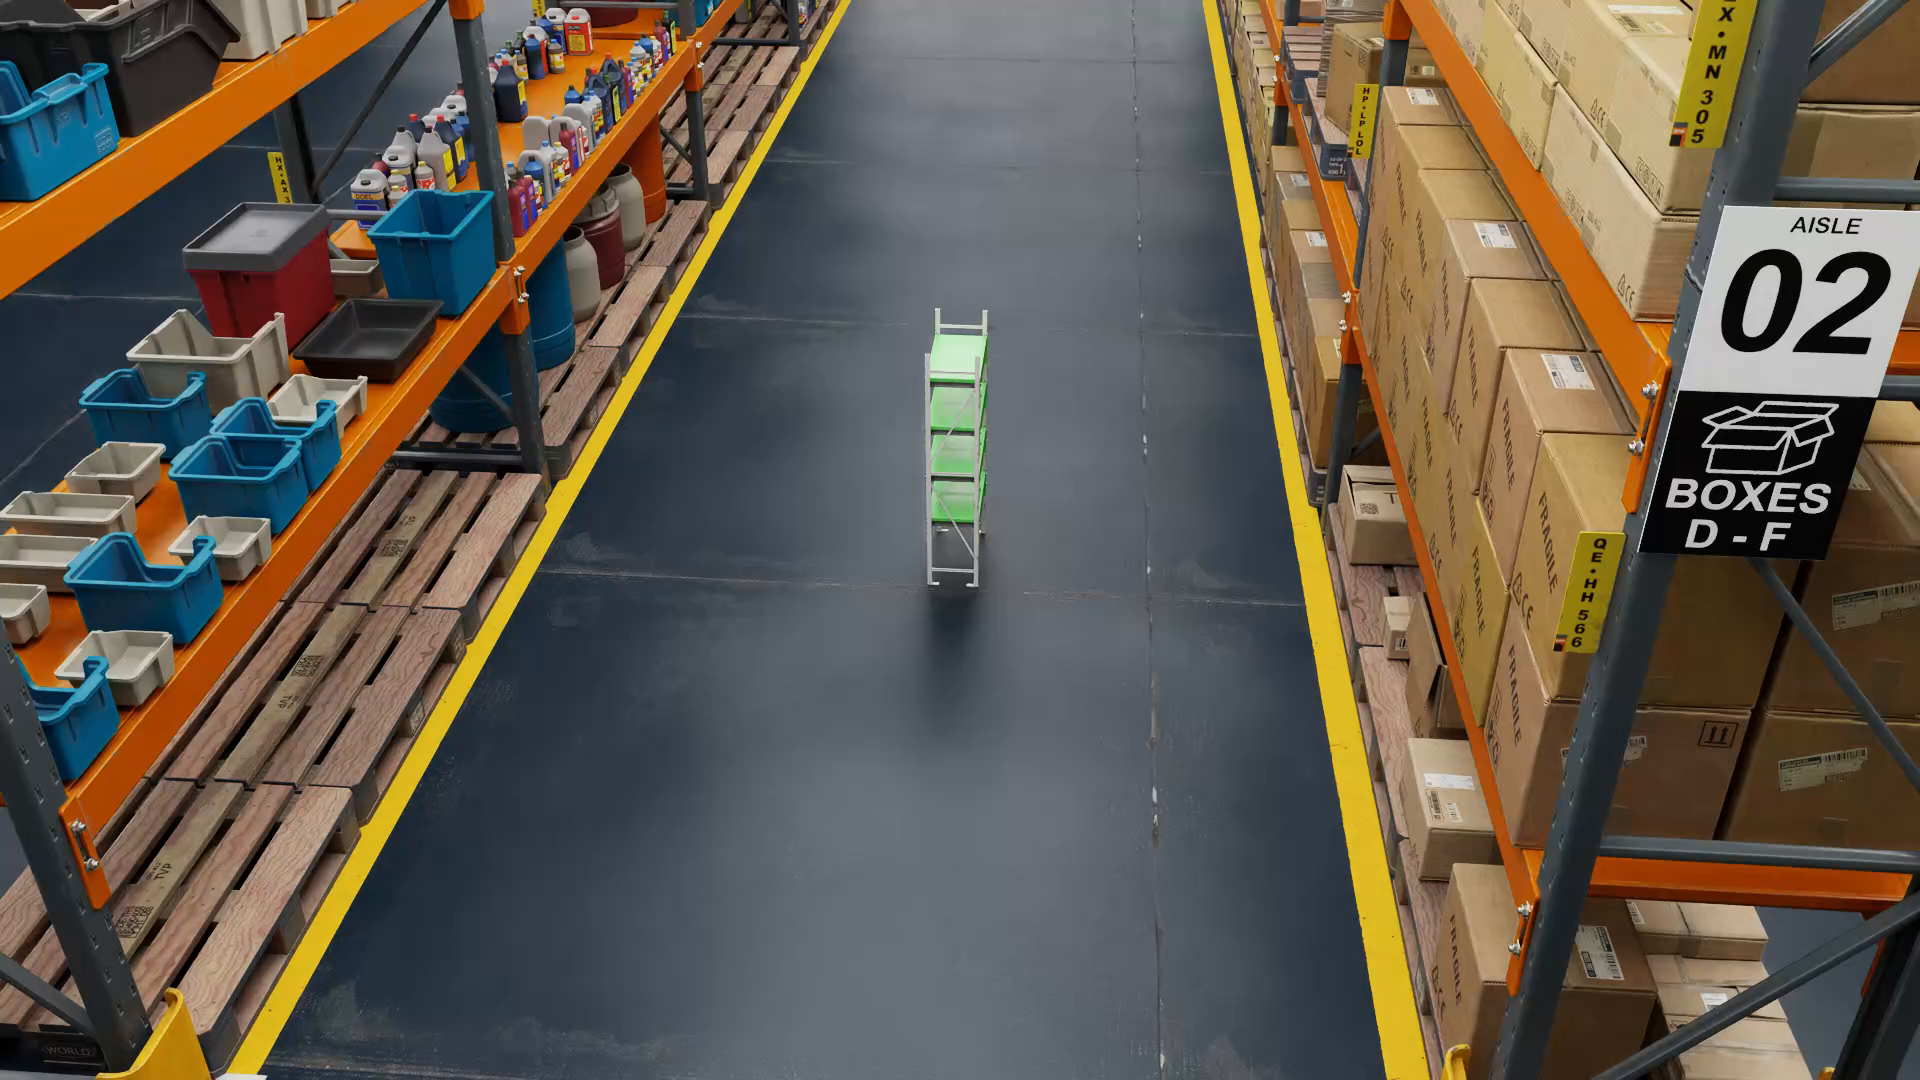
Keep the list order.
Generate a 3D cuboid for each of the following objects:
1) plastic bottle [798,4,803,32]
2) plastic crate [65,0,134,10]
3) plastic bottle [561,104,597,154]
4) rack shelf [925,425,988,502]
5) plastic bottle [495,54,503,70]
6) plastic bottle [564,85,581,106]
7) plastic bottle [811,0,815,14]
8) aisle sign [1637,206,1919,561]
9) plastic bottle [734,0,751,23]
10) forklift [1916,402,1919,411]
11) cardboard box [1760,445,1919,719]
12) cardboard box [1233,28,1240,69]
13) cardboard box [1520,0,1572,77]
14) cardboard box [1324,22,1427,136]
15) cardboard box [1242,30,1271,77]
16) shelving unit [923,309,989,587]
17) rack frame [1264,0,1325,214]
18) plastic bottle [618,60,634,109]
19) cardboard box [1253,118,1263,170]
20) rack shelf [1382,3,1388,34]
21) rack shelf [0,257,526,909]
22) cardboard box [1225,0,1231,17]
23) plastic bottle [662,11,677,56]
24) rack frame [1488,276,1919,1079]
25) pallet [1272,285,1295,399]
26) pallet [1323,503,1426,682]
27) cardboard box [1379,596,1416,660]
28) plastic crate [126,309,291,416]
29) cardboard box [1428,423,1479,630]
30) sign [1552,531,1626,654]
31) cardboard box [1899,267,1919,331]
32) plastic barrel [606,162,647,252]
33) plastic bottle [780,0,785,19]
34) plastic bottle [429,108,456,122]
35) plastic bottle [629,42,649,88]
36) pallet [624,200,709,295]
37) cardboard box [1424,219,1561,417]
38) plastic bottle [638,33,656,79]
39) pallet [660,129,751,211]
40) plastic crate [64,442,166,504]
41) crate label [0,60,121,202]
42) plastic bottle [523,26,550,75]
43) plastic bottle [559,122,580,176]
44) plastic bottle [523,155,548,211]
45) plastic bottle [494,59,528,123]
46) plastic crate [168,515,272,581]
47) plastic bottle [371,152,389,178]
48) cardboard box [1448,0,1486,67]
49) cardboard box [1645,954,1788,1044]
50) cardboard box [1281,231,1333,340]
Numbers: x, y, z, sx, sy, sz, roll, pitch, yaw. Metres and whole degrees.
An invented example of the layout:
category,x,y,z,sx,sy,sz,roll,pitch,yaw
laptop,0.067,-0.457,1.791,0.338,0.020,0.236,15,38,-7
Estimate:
category,x,y,z,sx,sy,sz,roll,pitch,yaw
plastic bottle,-1.515,-4.878,15.487,0.097,0.271,0.097,0,32,0
plastic crate,-3.003,-2.105,6.071,0.497,0.269,0.590,2,32,4
plastic bottle,-2.117,-2.299,9.240,0.152,0.276,0.135,2,32,4
rack shelf,-0.013,-0.370,7.828,0.258,0.148,0.480,2,32,4
plastic bottle,-2.772,-2.803,10.061,0.097,0.271,0.097,0,32,0
plastic bottle,-2.208,-2.465,9.513,0.097,0.271,0.097,0,32,0
plastic bottle,-1.483,-5.267,16.043,0.144,0.351,0.185,1,32,2
aisle sign,1.671,-0.300,3.400,0.394,0.787,0.004,2,32,4
plastic bottle,-2.069,-5.107,15.783,0.144,0.351,0.185,2,32,4
forklift,4.754,-0.868,6.865,1.130,2.935,3.031,4,32,6
cardboard box,2.281,0.095,4.188,0.500,0.500,0.500,3,32,5
cardboard box,2.679,-4.299,14.587,0.500,0.250,0.500,2,32,3
cardboard box,1.855,-1.444,4.542,0.500,0.250,0.500,2,32,4
cardboard box,2.390,-2.455,8.880,0.700,0.500,0.500,-5,32,-9
cardboard box,2.590,-4.000,13.568,0.500,0.311,0.500,1,32,2
shelving unit,-0.013,-0.424,7.795,0.258,1.200,0.503,2,32,4
rack frame,2.634,-3.399,10.907,1.000,3.000,0.127,2,32,4
plastic bottle,-2.004,-2.736,9.941,0.061,0.283,0.133,2,32,4
cardboard box,2.472,-2.963,12.419,0.500,0.250,0.500,2,32,3
rack shelf,2.471,-3.324,8.611,1.077,0.370,4.000,2,32,4
rack shelf,-2.792,-0.169,6.351,1.077,0.370,4.000,2,32,4
cardboard box,2.856,-5.274,16.169,0.500,0.250,0.500,2,32,4
plastic bottle,-1.911,-3.333,10.911,0.061,0.283,0.133,2,32,4
rack frame,1.982,0.784,4.119,1.000,3.000,0.127,2,32,4
pallet,2.433,-1.187,9.975,1.003,0.211,1.213,2,32,4
pallet,2.251,0.239,7.662,1.003,0.211,1.213,2,32,4
cardboard box,1.998,0.374,7.065,0.380,0.166,0.250,2,32,4
plastic crate,-2.937,-0.706,6.592,0.437,0.282,0.530,2,32,4
cardboard box,1.832,-0.036,5.355,0.500,0.500,0.500,3,32,4
sign,1.431,0.122,3.787,0.100,0.325,0.005,2,32,4
cardboard box,2.277,-0.687,3.789,0.500,0.250,0.500,2,32,4
plastic barrel,-2.283,-2.177,10.894,0.421,0.512,0.421,0,32,0
plastic bottle,-1.642,-5.174,15.893,0.144,0.351,0.185,2,32,4
plastic bottle,-2.837,-2.213,9.101,0.152,0.276,0.135,2,32,4
plastic bottle,-1.989,-2.944,10.291,0.097,0.271,0.097,0,32,0
pallet,-2.326,-2.012,11.313,1.003,0.211,1.213,2,32,4
cardboard box,1.864,-0.733,5.532,0.500,0.500,0.500,3,32,6
plastic bottle,-1.973,-3.046,10.456,0.097,0.271,0.097,0,32,0
pallet,-2.201,-2.829,12.639,1.003,0.211,1.213,2,32,4
plastic crate,-3.026,-0.230,5.958,0.298,0.136,0.250,2,32,4
crate label,-2.557,-1.112,4.478,0.408,0.251,0.502,2,32,4
plastic bottle,-2.698,-3.105,10.548,0.152,0.276,0.135,2,32,4
plastic bottle,-2.101,-2.109,8.925,0.061,0.283,0.133,2,32,4
plastic bottle,-2.164,-1.822,8.469,0.097,0.271,0.097,0,32,0
plastic bottle,-2.628,-2.635,9.713,0.144,0.351,0.185,2,32,4
plastic crate,-2.442,0.023,5.547,0.250,0.136,0.298,2,32,4
plastic bottle,-2.945,-1.814,8.446,0.061,0.283,0.133,2,32,4
cardboard box,1.935,-1.754,5.521,0.500,0.250,0.500,2,32,4
cardboard box,2.379,1.468,5.290,0.380,0.166,0.250,2,32,4
cardboard box,2.191,-1.487,9.768,0.500,0.500,0.500,1,32,2
